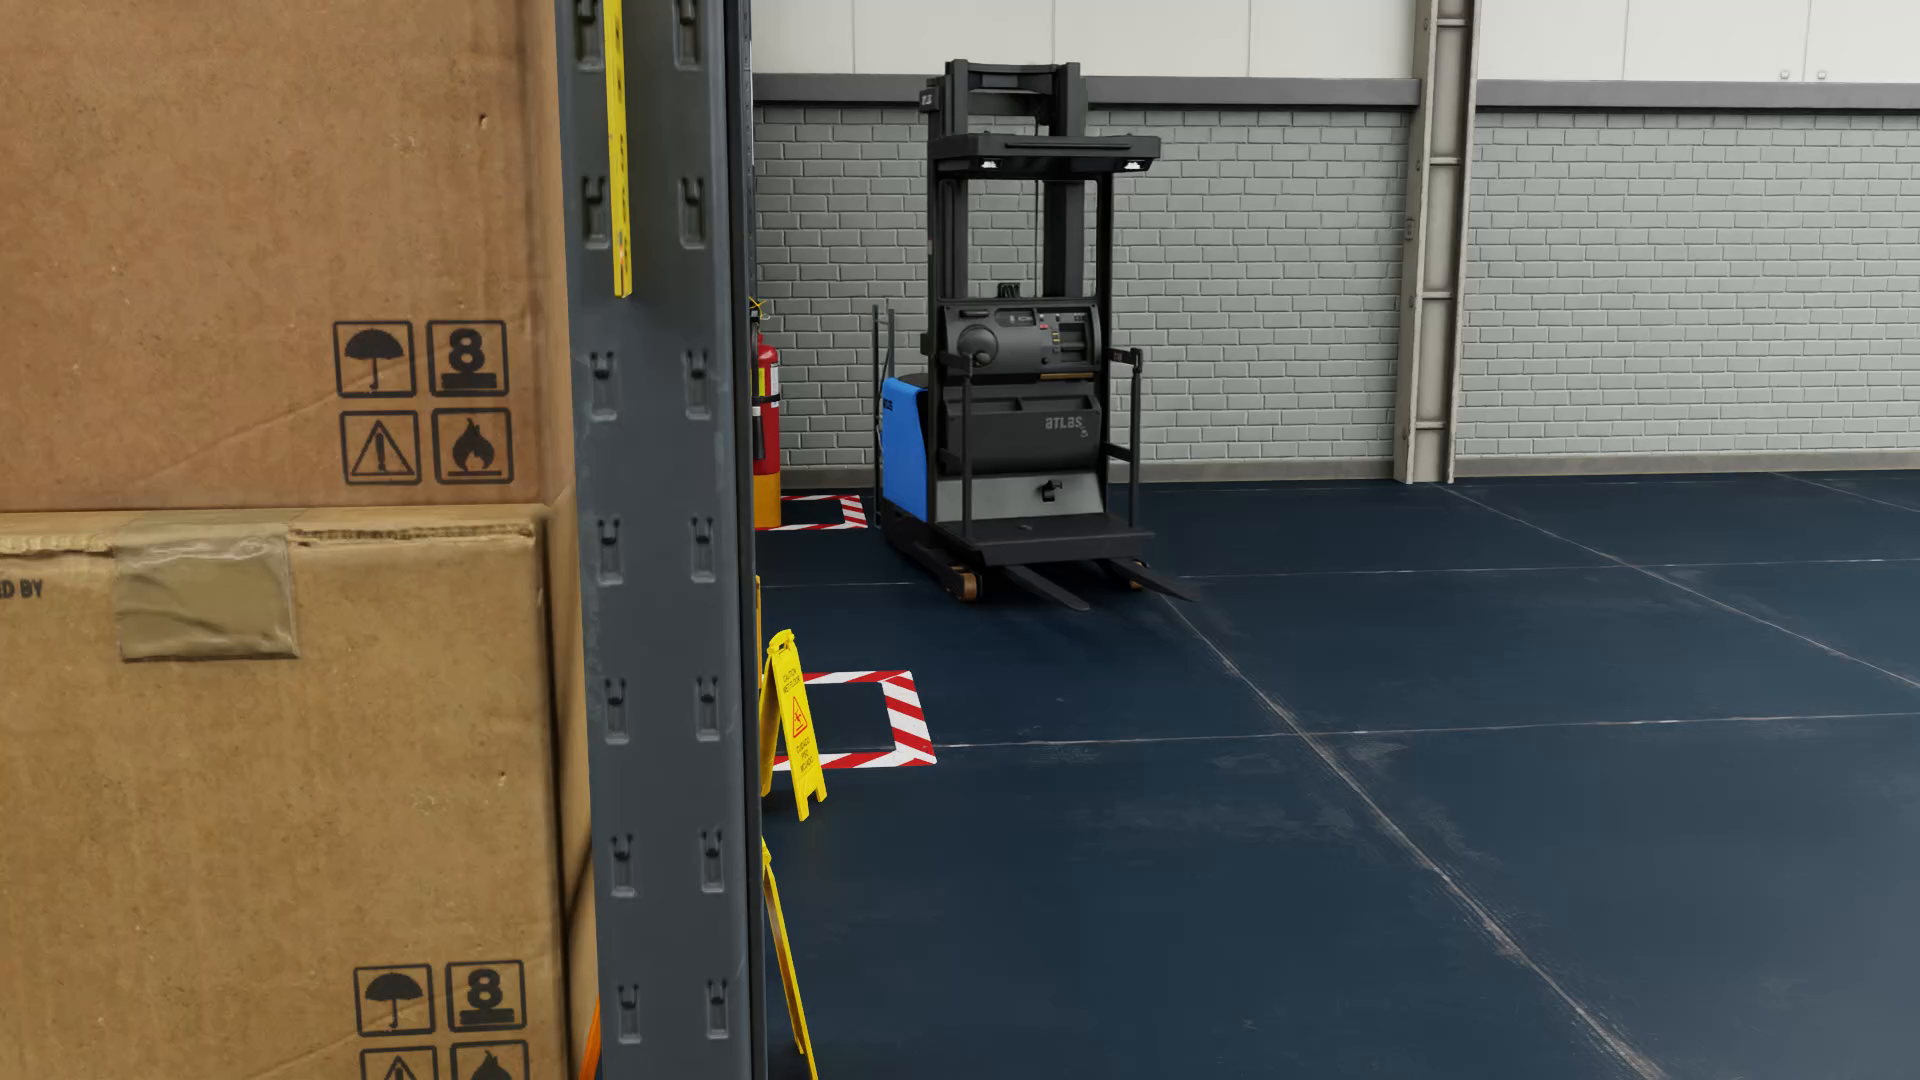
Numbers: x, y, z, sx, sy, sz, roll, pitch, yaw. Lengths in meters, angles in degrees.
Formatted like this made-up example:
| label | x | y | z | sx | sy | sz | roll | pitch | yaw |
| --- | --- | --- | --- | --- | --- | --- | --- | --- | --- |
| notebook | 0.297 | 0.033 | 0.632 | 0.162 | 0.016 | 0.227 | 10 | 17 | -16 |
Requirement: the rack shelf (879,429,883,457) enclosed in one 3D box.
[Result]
| label | x | y | z | sx | sy | sz | roll | pitch | yaw |
| --- | --- | --- | --- | --- | --- | --- | --- | --- | --- |
| rack shelf | -0.012 | -0.634 | 11.136 | 1.000 | 0.185 | 0.538 | -3 | 12 | -15 |

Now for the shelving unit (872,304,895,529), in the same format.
| label | x | y | z | sx | sy | sz | roll | pitch | yaw |
| --- | --- | --- | --- | --- | --- | --- | --- | --- | --- |
| shelving unit | -0.012 | -0.810 | 11.101 | 1.048 | 1.500 | 0.538 | -3 | 12 | -15 |

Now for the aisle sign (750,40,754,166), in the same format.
| label | x | y | z | sx | sy | sz | roll | pitch | yaw |
| --- | --- | --- | --- | --- | --- | --- | --- | --- | --- |
| aisle sign | -1.379 | -2.886 | 11.035 | 0.004 | 0.787 | 0.394 | -1 | 11 | -6 |

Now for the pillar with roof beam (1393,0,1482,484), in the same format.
| label | x | y | z | sx | sy | sz | roll | pitch | yaw |
| --- | --- | --- | --- | --- | --- | --- | --- | --- | --- |
| pillar with roof beam | 4.164 | -4.067 | 8.228 | 0.400 | 9.000 | 9.100 | -1 | 11 | -6 |

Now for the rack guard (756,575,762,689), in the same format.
| label | x | y | z | sx | sy | sz | roll | pitch | yaw |
| --- | --- | --- | --- | --- | --- | --- | --- | --- | --- |
| rack guard | -1.012 | 0.514 | 6.957 | 0.348 | 0.500 | 1.175 | -1 | 11 | -6 |

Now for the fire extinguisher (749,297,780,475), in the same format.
| label | x | y | z | sx | sy | sz | roll | pitch | yaw |
| --- | --- | --- | --- | --- | --- | --- | --- | --- | --- |
| fire extinguisher | -0.773 | -0.590 | 6.294 | 0.183 | 0.674 | 0.296 | -1 | 11 | -6 |

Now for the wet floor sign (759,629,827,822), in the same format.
| label | x | y | z | sx | sy | sz | roll | pitch | yaw |
| --- | --- | --- | --- | --- | --- | --- | --- | --- | --- |
| wet floor sign | -0.632 | 0.643 | 5.927 | 0.232 | 0.644 | 0.267 | 3 | 11 | 14 |

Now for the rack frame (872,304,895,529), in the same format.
| label | x | y | z | sx | sy | sz | roll | pitch | yaw |
| --- | --- | --- | --- | --- | --- | --- | --- | --- | --- |
| rack frame | -0.501 | -0.784 | 10.966 | 0.032 | 1.500 | 0.500 | -3 | 12 | -15 |

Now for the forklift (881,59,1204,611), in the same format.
| label | x | y | z | sx | sy | sz | roll | pitch | yaw |
| --- | --- | --- | --- | --- | --- | --- | --- | --- | --- |
| forklift | 0.426 | -1.181 | 9.280 | 1.130 | 2.935 | 3.031 | -4 | 12 | -17 |

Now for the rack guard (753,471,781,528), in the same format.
| label | x | y | z | sx | sy | sz | roll | pitch | yaw |
| --- | --- | --- | --- | --- | --- | --- | --- | --- | --- |
| rack guard | -1.452 | -0.440 | 11.809 | 0.348 | 0.500 | 1.175 | -1 | 11 | -6 |

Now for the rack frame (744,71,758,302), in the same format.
| label | x | y | z | sx | sy | sz | roll | pitch | yaw |
| --- | --- | --- | --- | --- | --- | --- | --- | --- | --- |
| rack frame | -1.476 | -1.666 | 11.565 | 0.127 | 3.000 | 1.000 | -1 | 11 | -6 |

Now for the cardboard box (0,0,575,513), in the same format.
| label | x | y | z | sx | sy | sz | roll | pitch | yaw |
| --- | --- | --- | --- | --- | --- | --- | --- | --- | --- |
| cardboard box | -0.675 | -0.370 | 1.786 | 0.550 | 0.550 | 0.875 | -1 | 11 | -6 |

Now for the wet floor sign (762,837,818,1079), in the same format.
| label | x | y | z | sx | sy | sz | roll | pitch | yaw |
| --- | --- | --- | --- | --- | --- | --- | --- | --- | --- |
| wet floor sign | -0.487 | 1.008 | 4.067 | 0.232 | 0.644 | 0.267 | -3 | 12 | -16 |

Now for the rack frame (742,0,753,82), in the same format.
| label | x | y | z | sx | sy | sz | roll | pitch | yaw |
| --- | --- | --- | --- | --- | --- | --- | --- | --- | --- |
| rack frame | -1.476 | -4.609 | 10.987 | 0.127 | 3.000 | 1.000 | -1 | 11 | -6 |

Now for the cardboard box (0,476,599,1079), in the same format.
| label | x | y | z | sx | sy | sz | roll | pitch | yaw |
| --- | --- | --- | --- | --- | --- | --- | --- | --- | --- |
| cardboard box | -0.665 | 0.176 | 1.808 | 0.550 | 0.550 | 0.875 | -1 | 11 | -6 |

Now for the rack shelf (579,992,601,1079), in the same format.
| label | x | y | z | sx | sy | sz | roll | pitch | yaw |
| --- | --- | --- | --- | --- | --- | --- | --- | --- | --- |
| rack shelf | -2.290 | 0.628 | 1.763 | 4.000 | 0.370 | 1.077 | -1 | 11 | -6 |

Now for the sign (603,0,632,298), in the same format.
| label | x | y | z | sx | sy | sz | roll | pitch | yaw |
| --- | --- | --- | --- | --- | --- | --- | --- | --- | --- |
| sign | -0.257 | -0.347 | 1.240 | 0.005 | 0.325 | 0.100 | -1 | 11 | -6 |
